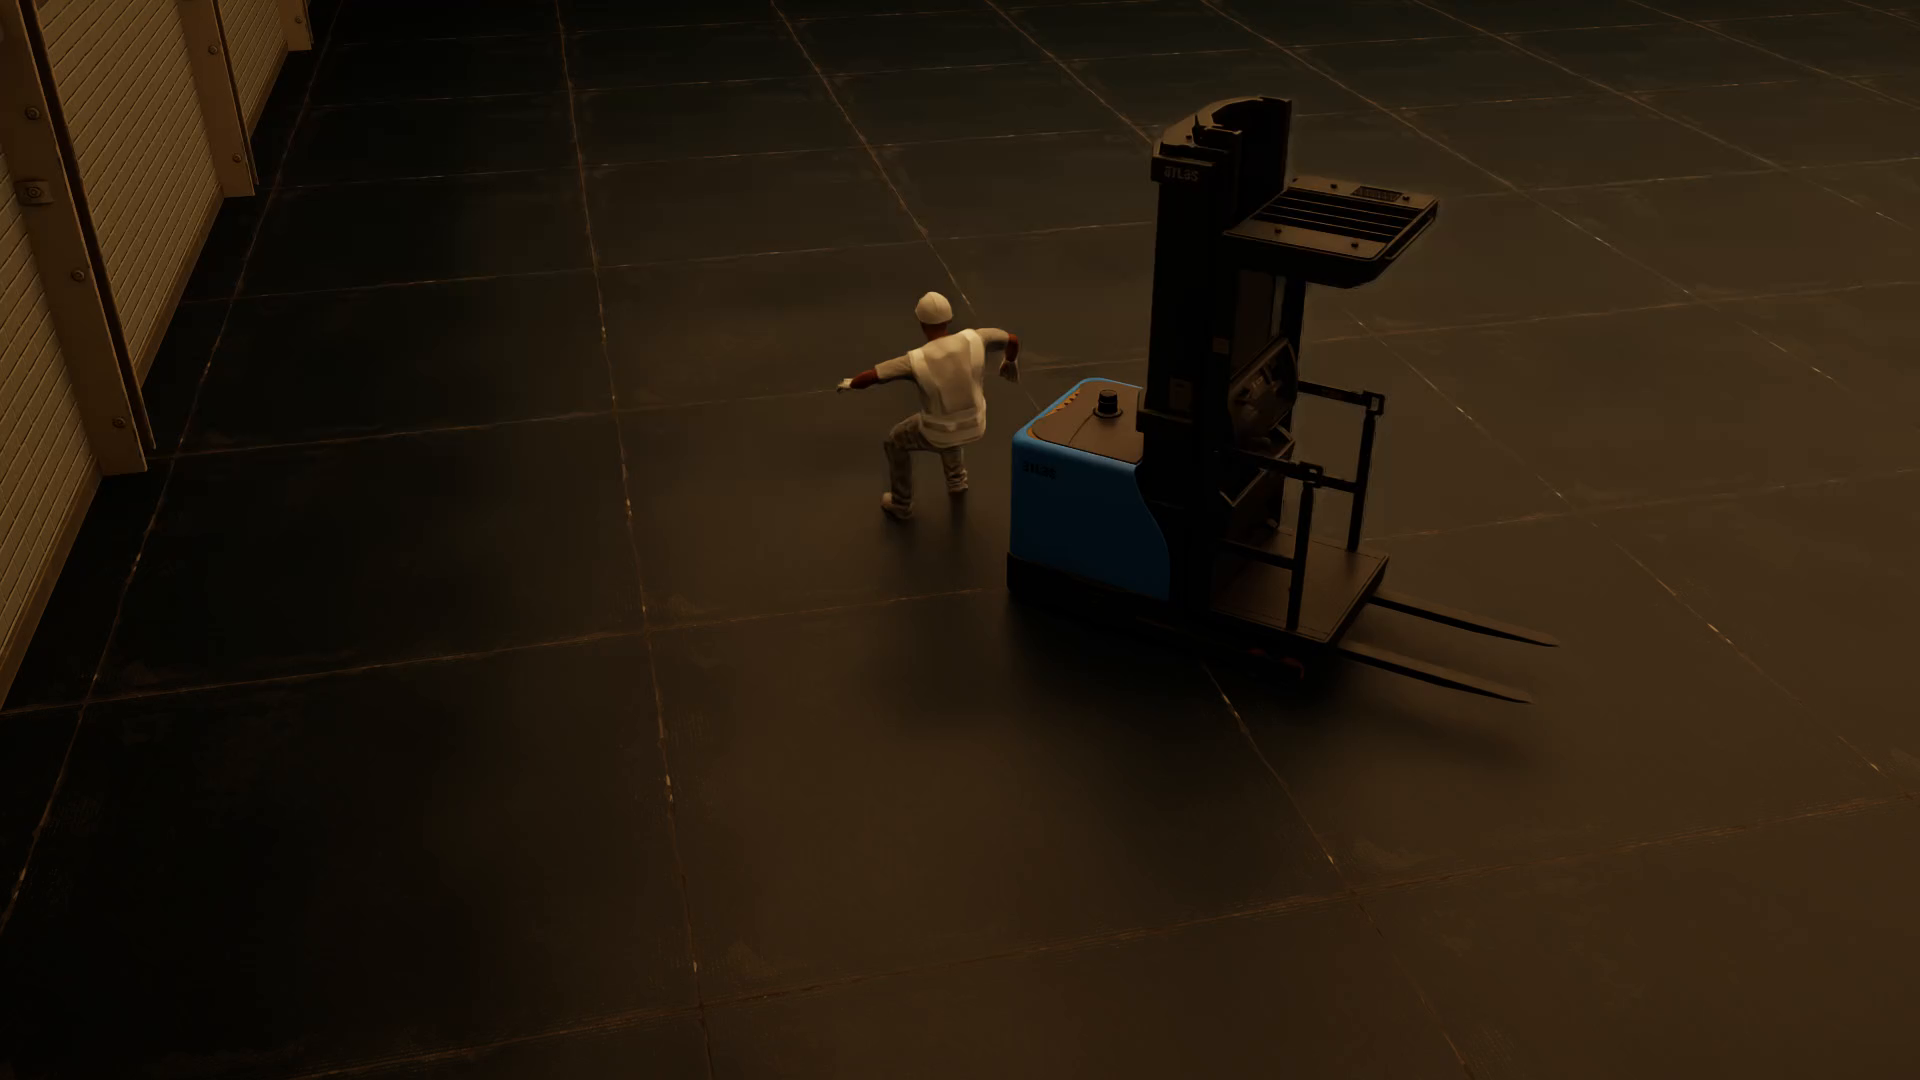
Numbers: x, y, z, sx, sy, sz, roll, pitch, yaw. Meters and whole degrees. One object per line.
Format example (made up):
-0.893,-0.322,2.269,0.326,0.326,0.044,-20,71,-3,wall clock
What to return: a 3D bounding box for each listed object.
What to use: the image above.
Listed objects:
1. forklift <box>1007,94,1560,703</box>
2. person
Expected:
1.810,-0.763,8.892,3.031,2.935,1.130,16,34,26,forklift
-0.157,-0.814,10.372,1.146,1.615,0.682,-12,32,-20,person
